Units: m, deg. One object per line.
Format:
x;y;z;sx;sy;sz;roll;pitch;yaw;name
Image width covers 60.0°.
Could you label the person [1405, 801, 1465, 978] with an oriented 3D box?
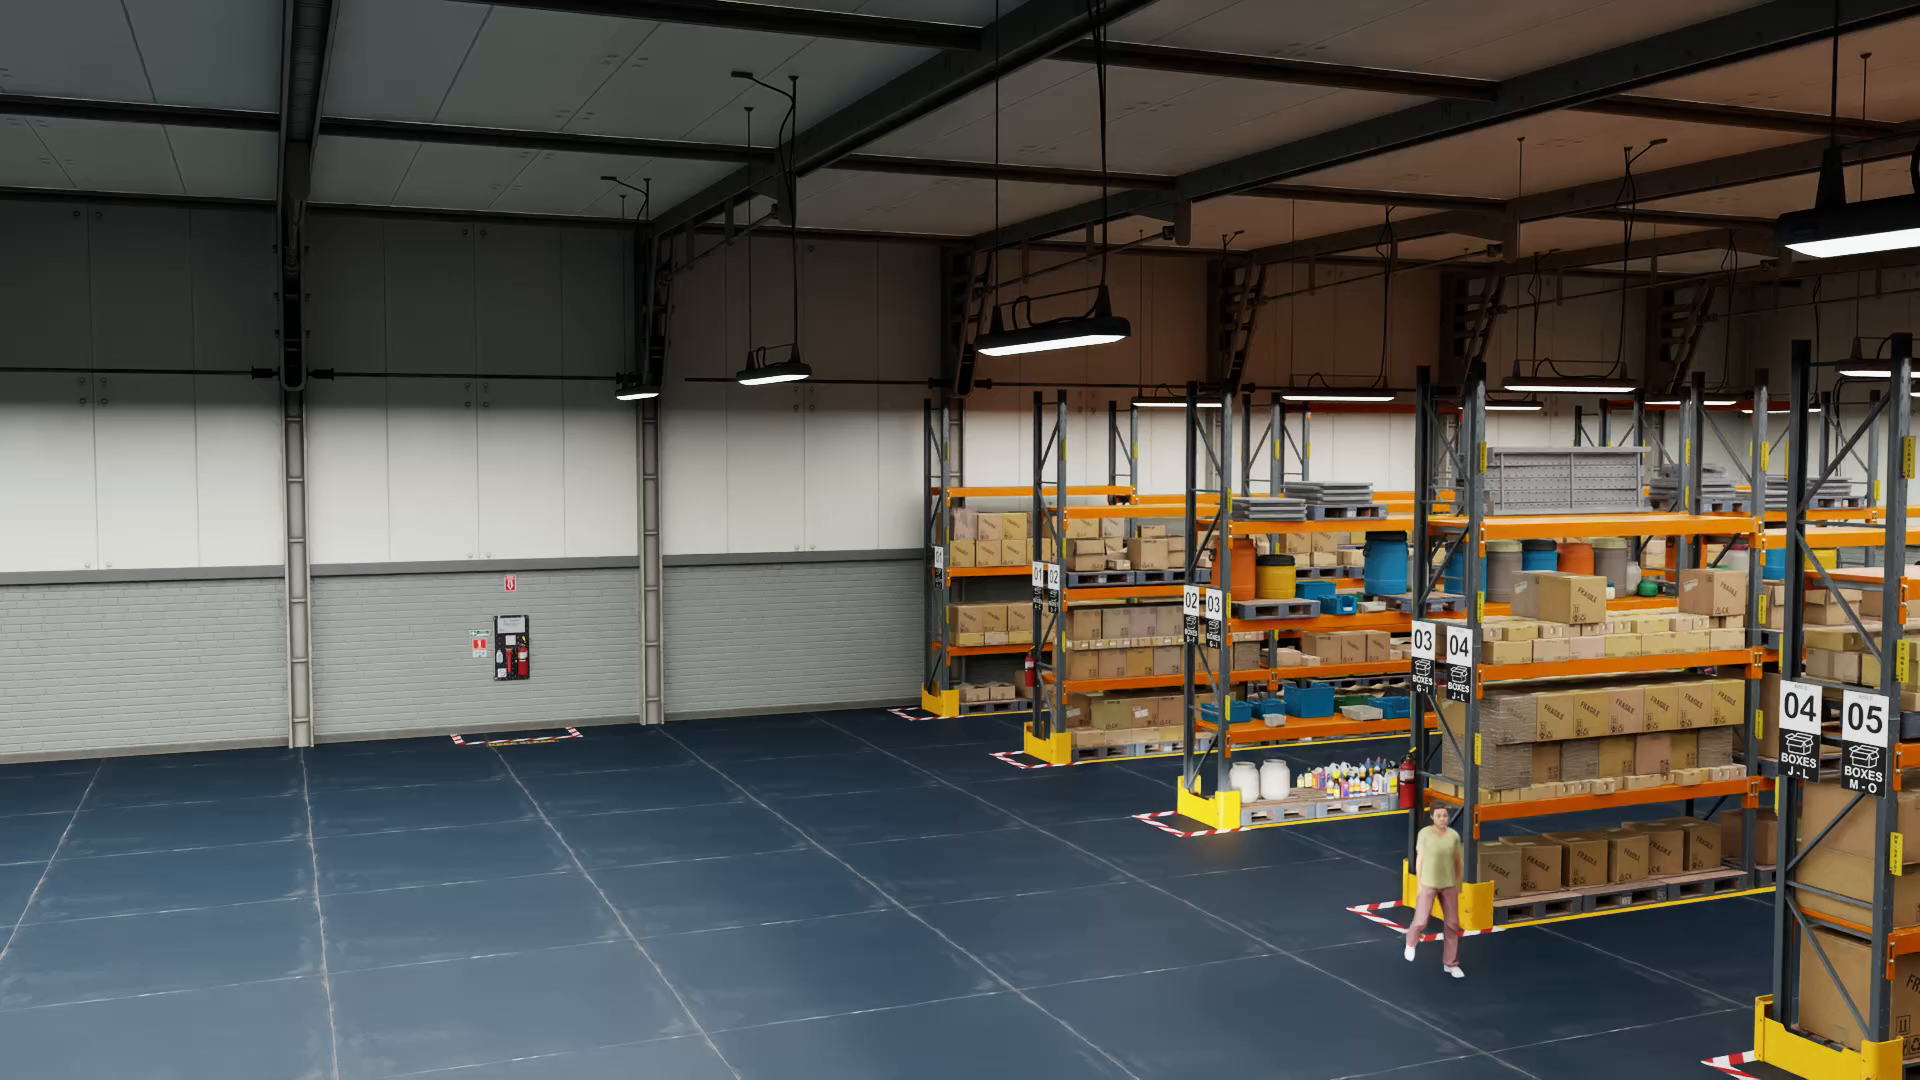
4.639;3.364;16.220;0.500;1.670;0.637;0;3;4;person
